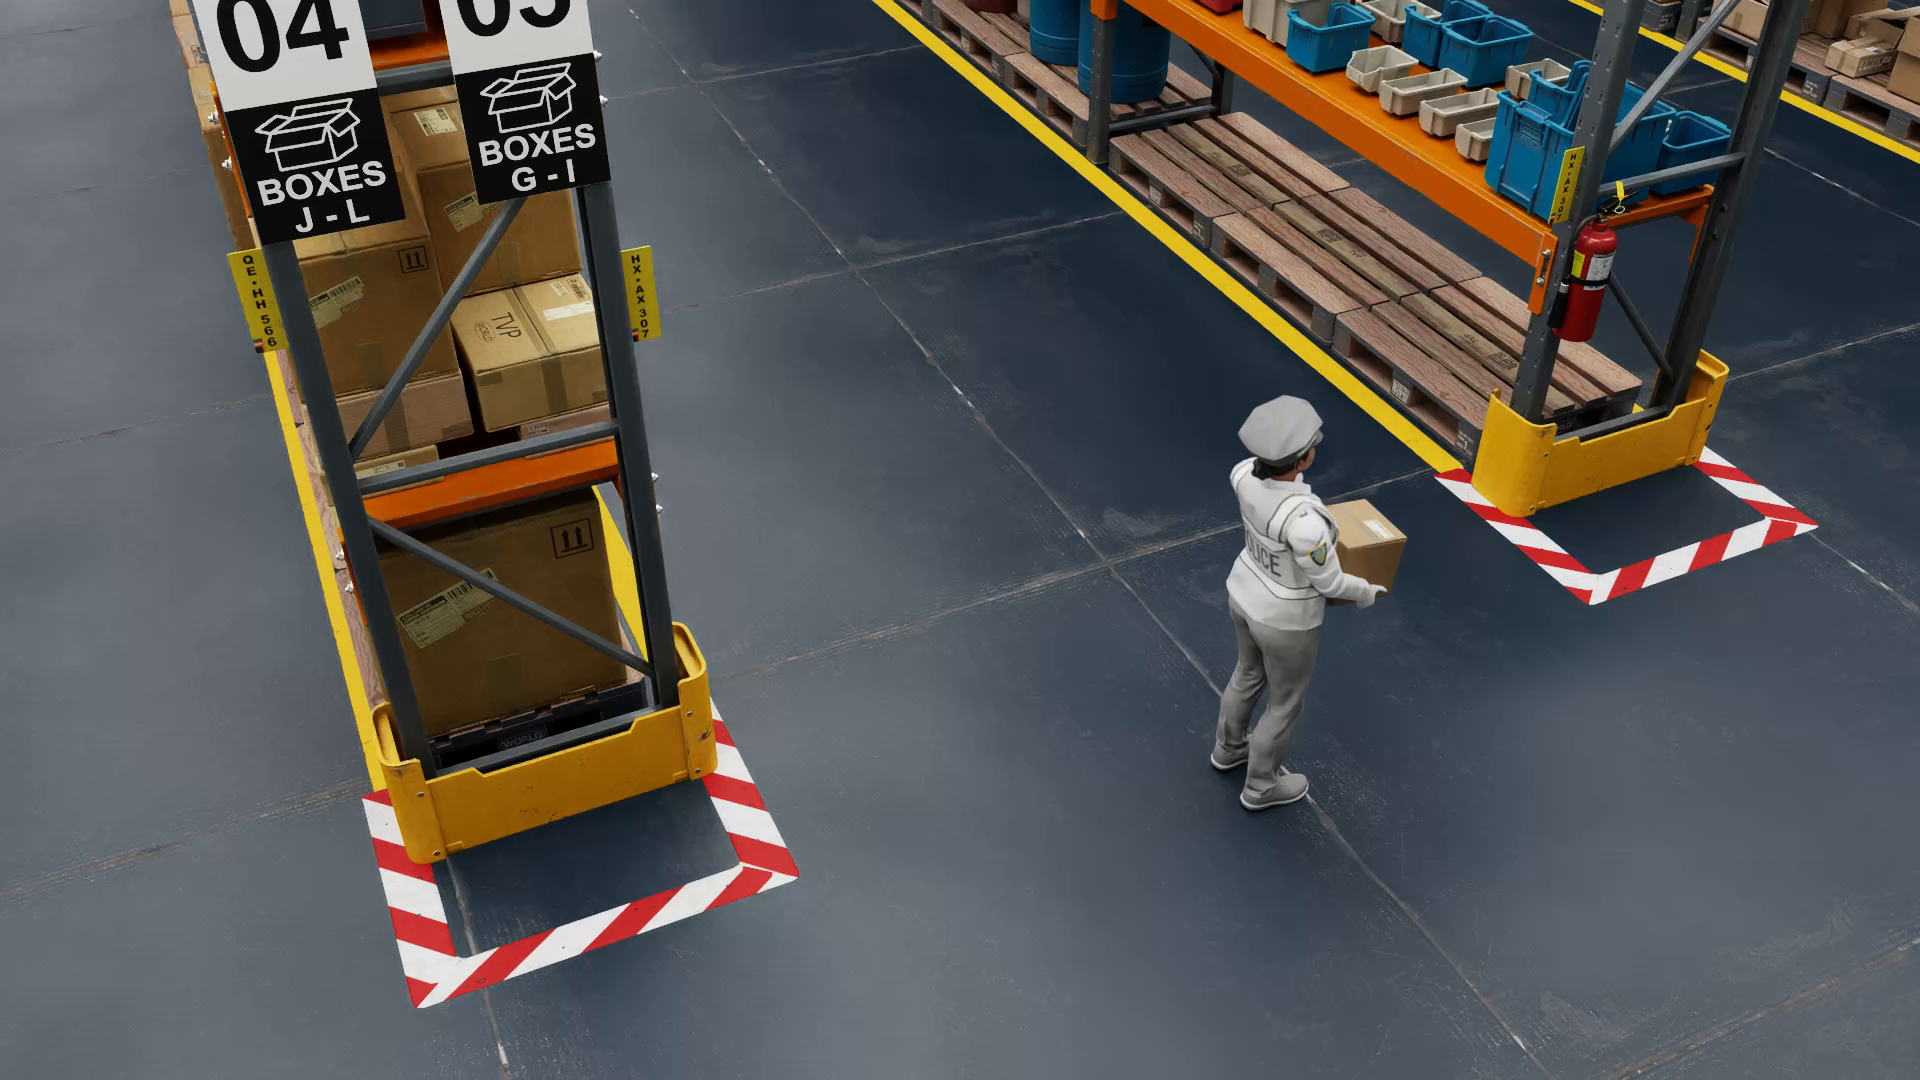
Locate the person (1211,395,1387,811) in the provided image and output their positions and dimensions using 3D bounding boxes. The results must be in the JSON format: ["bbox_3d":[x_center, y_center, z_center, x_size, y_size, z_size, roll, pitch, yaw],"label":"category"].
[{"bbox_3d":[1.179,0.224,5.845,0.554,1.681,0.459,-15,40,-19],"label":"person"}]
